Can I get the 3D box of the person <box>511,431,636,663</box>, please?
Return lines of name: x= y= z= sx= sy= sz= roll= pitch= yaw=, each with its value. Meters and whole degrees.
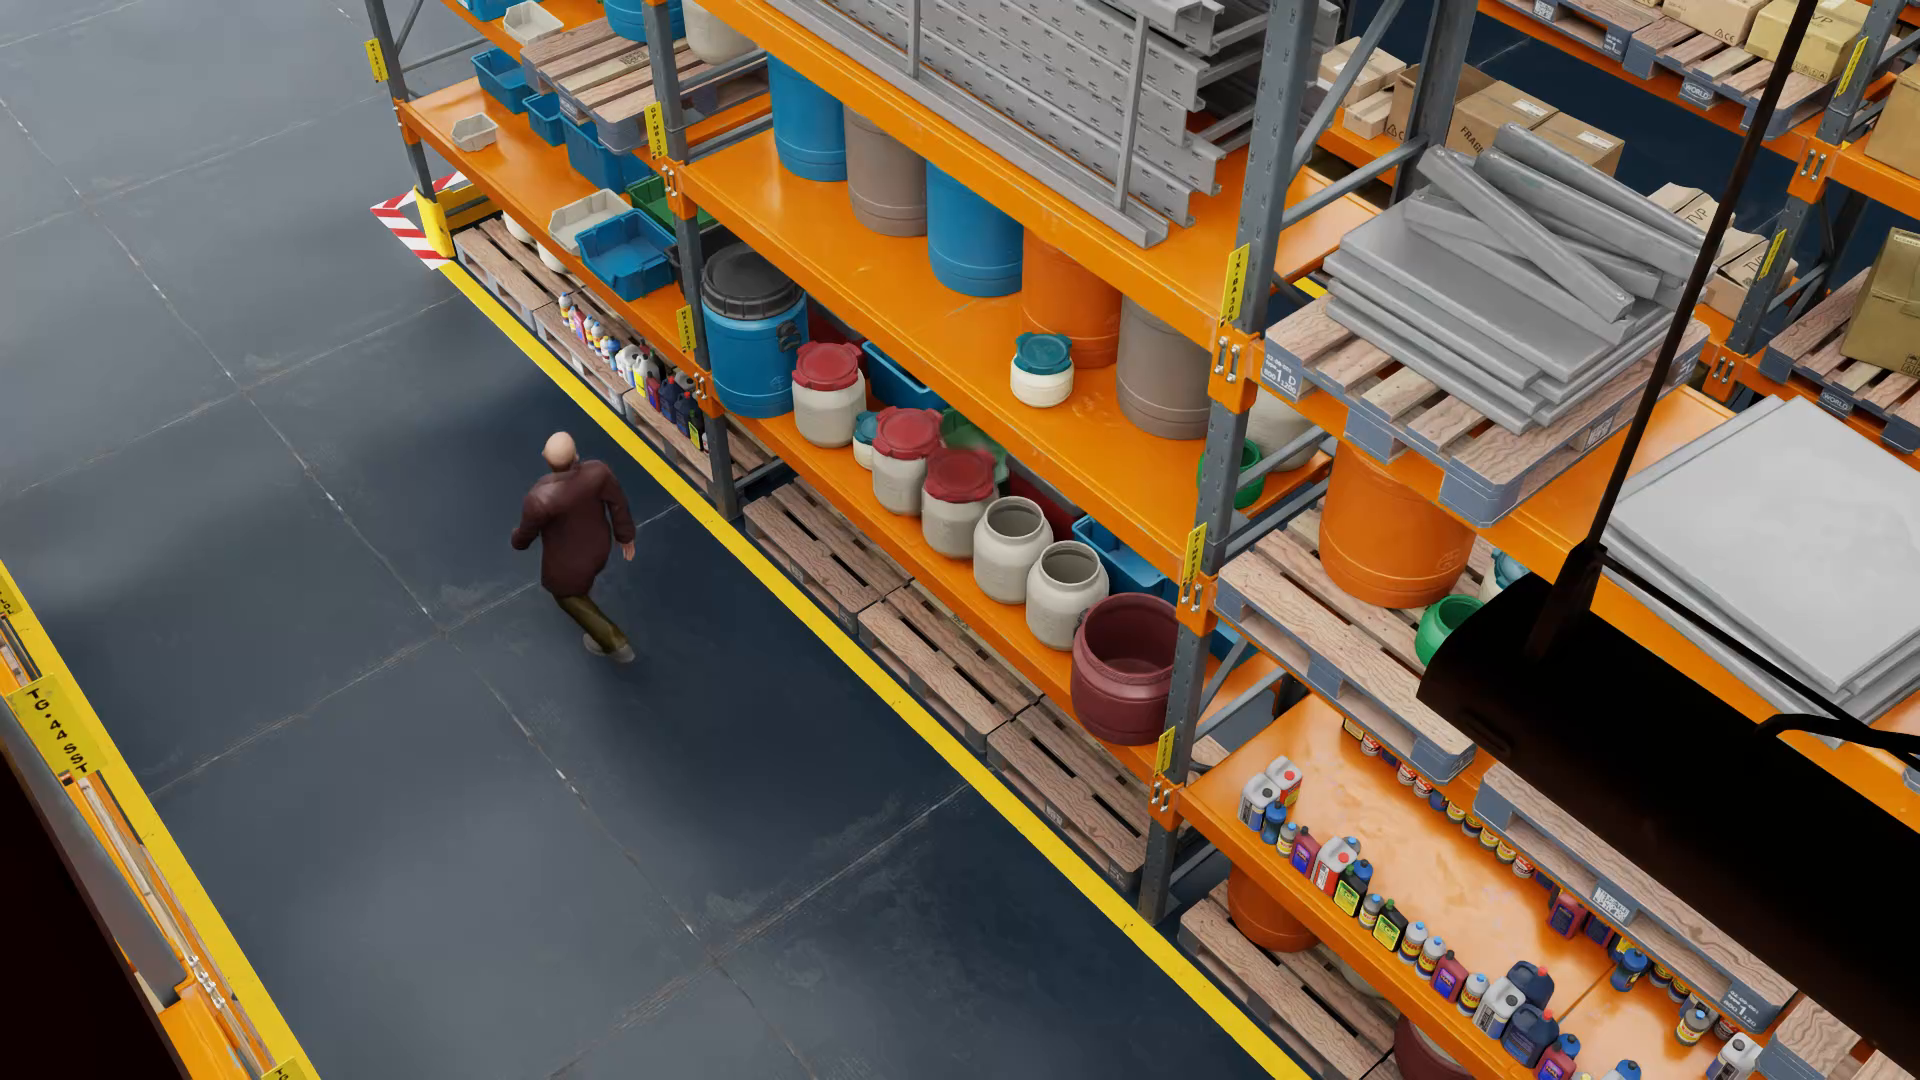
person: x=-2.277 y=-0.015 z=9.690 sx=0.608 sy=1.703 sz=1.045 roll=-36 pitch=56 yaw=-29
